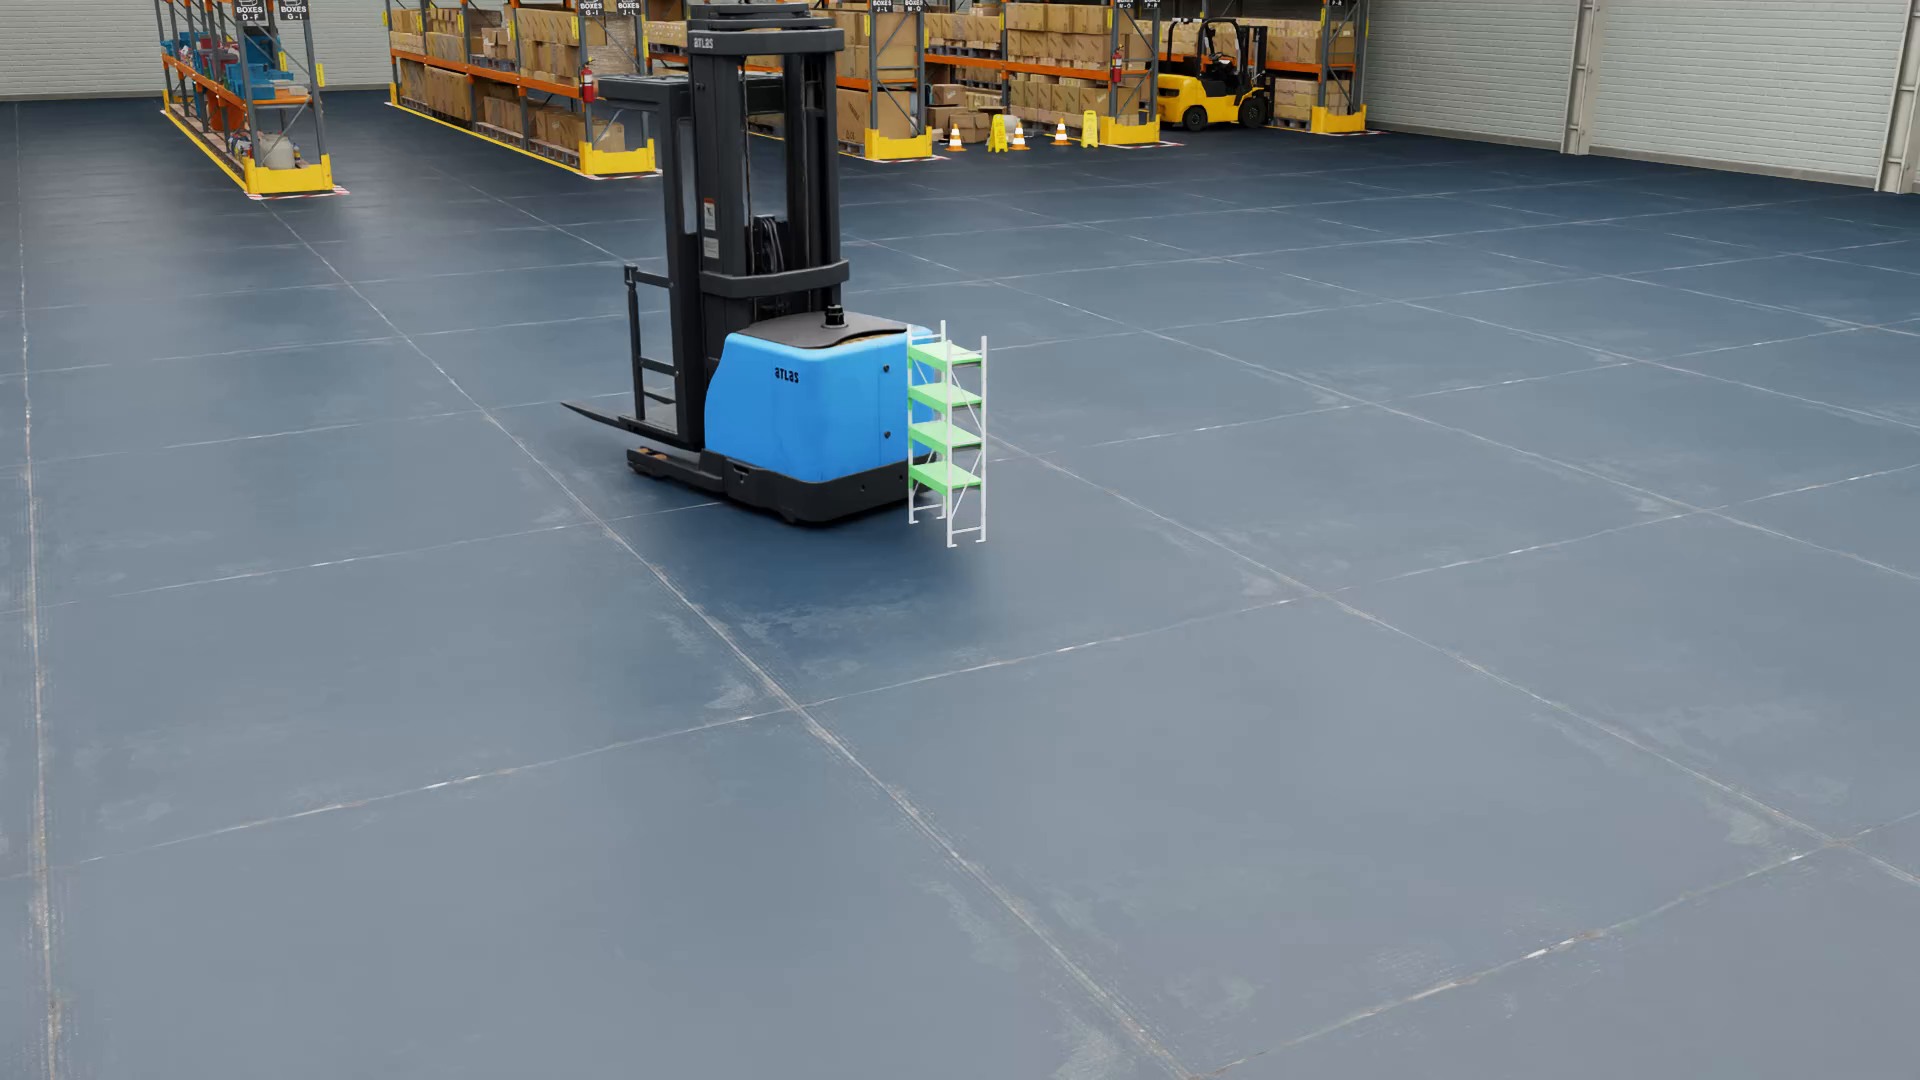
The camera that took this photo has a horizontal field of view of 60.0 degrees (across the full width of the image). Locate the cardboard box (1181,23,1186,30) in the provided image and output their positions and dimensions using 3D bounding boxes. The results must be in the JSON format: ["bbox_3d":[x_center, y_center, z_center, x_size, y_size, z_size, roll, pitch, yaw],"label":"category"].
[{"bbox_3d":[5.132,-11.375,36.850,0.380,0.149,0.250,-10,21,-27],"label":"cardboard box"}]

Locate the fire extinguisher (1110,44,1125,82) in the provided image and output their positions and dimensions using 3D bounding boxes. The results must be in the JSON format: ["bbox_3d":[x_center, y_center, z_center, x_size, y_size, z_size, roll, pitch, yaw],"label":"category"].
[{"bbox_3d":[2.880,-8.749,30.506,0.296,0.674,0.183,-10,21,-27],"label":"fire extinguisher"}]

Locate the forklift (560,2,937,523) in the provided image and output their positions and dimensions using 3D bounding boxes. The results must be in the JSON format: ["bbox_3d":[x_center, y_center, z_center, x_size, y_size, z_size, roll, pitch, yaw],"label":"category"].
[{"bbox_3d":[-1.535,-1.879,10.584,1.130,2.935,3.031,-18,26,-42],"label":"forklift"}]

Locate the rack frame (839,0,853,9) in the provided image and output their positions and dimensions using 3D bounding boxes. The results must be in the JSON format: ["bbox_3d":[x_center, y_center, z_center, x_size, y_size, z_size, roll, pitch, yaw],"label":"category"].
[{"bbox_3d":[-2.467,-12.334,40.778,1.000,3.000,0.127,-10,21,-27],"label":"rack frame"}]

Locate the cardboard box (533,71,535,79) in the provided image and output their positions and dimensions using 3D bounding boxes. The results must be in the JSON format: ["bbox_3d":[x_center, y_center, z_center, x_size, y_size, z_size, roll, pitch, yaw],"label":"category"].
[{"bbox_3d":[-7.175,-8.064,28.788,0.380,0.149,0.250,-10,21,-27],"label":"cardboard box"}]

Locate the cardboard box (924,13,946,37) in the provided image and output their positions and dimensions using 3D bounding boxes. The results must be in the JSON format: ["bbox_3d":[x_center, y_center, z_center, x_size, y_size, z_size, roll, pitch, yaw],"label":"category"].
[{"bbox_3d":[-0.558,-11.408,36.839,0.500,0.500,0.500,-11,22,-28],"label":"cardboard box"}]

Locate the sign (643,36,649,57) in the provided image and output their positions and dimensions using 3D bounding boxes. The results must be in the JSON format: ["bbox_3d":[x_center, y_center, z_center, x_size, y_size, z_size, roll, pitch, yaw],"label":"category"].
[{"bbox_3d":[-5.013,-7.848,26.449,0.100,0.325,0.005,-10,21,-27],"label":"sign"}]

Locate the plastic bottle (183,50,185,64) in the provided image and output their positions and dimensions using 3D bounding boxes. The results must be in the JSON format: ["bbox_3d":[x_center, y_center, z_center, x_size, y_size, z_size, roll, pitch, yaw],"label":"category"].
[{"bbox_3d":[-15.327,-9.551,32.890,0.061,0.283,0.133,-10,21,-27],"label":"plastic bottle"}]

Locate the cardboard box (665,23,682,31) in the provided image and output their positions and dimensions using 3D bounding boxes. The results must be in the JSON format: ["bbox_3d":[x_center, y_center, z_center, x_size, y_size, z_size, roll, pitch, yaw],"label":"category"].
[{"bbox_3d":[-6.247,-11.268,36.516,0.380,0.149,0.250,-9,21,-25],"label":"cardboard box"}]

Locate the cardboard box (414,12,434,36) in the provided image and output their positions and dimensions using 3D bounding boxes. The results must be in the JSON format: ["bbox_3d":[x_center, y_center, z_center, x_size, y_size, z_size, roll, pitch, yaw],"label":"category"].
[{"bbox_3d":[-11.642,-11.314,36.446,0.500,0.500,0.500,-9,21,-25],"label":"cardboard box"}]

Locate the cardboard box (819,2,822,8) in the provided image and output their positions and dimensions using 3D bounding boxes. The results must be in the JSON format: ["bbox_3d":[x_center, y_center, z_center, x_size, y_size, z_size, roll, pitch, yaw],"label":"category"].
[{"bbox_3d":[-3.168,-13.094,41.293,0.500,0.500,0.500,-10,22,-27],"label":"cardboard box"}]

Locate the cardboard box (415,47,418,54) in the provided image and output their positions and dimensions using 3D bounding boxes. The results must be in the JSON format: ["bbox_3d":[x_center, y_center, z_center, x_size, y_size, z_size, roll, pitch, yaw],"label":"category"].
[{"bbox_3d":[-11.866,-10.865,36.905,0.380,0.149,0.250,-10,22,-28],"label":"cardboard box"}]

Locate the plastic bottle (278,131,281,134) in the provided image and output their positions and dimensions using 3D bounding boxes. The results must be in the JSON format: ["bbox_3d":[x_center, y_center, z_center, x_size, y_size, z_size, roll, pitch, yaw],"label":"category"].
[{"bbox_3d":[-11.189,-6.551,27.405,0.144,0.351,0.185,-11,22,-28],"label":"plastic bottle"}]

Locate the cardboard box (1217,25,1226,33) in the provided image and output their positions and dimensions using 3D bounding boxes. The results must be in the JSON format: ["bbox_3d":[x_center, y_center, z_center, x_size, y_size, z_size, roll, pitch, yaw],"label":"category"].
[{"bbox_3d":[5.743,-10.955,35.634,0.380,0.149,0.250,-9,21,-25],"label":"cardboard box"}]

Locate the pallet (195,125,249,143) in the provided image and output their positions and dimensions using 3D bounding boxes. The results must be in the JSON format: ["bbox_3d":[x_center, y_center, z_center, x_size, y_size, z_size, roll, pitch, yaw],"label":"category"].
[{"bbox_3d":[-14.059,-7.786,31.871,1.003,0.211,1.213,-10,21,-27],"label":"pallet"}]

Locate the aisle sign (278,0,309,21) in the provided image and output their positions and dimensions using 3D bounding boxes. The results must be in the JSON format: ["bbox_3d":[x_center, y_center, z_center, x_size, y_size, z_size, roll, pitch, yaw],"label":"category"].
[{"bbox_3d":[-9.557,-7.841,23.771,0.394,0.787,0.004,-10,21,-27],"label":"aisle sign"}]

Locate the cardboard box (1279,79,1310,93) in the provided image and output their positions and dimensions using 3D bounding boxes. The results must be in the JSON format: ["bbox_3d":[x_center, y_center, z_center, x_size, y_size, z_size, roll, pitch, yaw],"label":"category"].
[{"bbox_3d":[6.857,-9.261,33.909,0.500,0.250,0.500,-10,21,-26],"label":"cardboard box"}]

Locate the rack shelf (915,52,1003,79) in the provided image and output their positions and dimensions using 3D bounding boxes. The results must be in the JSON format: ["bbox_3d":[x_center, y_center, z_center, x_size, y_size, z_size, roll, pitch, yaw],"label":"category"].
[{"bbox_3d":[0.382,-10.272,35.904,1.077,0.370,4.000,-10,21,-27],"label":"rack shelf"}]

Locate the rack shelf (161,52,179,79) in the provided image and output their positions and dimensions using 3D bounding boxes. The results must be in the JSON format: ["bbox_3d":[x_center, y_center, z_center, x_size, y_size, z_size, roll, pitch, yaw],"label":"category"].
[{"bbox_3d":[-16.497,-10.266,35.888,1.077,0.370,4.000,-10,21,-27],"label":"rack shelf"}]

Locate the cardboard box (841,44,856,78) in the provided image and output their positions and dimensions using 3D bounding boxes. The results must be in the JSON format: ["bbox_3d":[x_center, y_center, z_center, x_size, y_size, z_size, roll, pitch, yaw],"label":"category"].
[{"bbox_3d":[-1.573,-8.419,29.201,0.875,0.550,0.550,-10,21,-27],"label":"cardboard box"}]

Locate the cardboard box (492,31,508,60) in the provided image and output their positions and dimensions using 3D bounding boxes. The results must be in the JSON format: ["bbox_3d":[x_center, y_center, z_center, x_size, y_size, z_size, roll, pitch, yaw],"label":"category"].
[{"bbox_3d":[-8.294,-9.234,30.990,0.797,0.503,0.637,-8,20,-21],"label":"cardboard box"}]

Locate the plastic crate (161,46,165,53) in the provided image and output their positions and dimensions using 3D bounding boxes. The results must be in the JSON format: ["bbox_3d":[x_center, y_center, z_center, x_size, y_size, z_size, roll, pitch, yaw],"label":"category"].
[{"bbox_3d":[-17.540,-10.857,36.810,0.250,0.136,0.298,-10,21,-27],"label":"plastic crate"}]

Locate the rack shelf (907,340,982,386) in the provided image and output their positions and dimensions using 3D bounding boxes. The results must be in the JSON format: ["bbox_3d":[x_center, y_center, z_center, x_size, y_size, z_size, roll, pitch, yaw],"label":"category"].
[{"bbox_3d":[-0.079,-1.008,9.438,0.258,0.148,0.480,-10,21,-27],"label":"rack shelf"}]

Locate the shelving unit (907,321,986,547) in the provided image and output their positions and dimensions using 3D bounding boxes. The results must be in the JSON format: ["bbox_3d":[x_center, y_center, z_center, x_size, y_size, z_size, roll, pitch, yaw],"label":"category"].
[{"bbox_3d":[-0.079,-0.615,9.573,0.258,1.200,0.503,-10,21,-27],"label":"shelving unit"}]

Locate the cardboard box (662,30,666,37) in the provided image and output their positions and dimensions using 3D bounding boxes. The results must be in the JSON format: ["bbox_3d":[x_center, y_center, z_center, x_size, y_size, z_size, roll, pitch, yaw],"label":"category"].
[{"bbox_3d":[-6.366,-11.199,36.773,0.380,0.149,0.250,-10,22,-28],"label":"cardboard box"}]

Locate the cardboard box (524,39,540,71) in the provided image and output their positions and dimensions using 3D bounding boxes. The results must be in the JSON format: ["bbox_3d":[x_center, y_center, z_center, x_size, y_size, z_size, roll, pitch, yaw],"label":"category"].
[{"bbox_3d":[-7.024,-8.403,28.776,0.875,0.500,0.500,-10,21,-27],"label":"cardboard box"}]

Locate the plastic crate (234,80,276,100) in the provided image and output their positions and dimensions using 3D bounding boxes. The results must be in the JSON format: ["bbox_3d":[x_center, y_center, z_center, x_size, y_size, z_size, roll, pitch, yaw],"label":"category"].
[{"bbox_3d":[-10.350,-6.615,24.430,0.499,0.251,0.616,-10,21,-27],"label":"plastic crate"}]

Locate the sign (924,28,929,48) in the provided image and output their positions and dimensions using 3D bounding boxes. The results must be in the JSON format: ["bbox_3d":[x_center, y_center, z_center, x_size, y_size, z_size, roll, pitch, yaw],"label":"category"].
[{"bbox_3d":[-0.586,-8.625,28.579,0.100,0.325,0.005,-10,21,-27],"label":"sign"}]

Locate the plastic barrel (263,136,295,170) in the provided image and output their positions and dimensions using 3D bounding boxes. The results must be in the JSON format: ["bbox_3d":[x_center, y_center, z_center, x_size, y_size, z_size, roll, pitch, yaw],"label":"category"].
[{"bbox_3d":[-10.229,-5.787,24.974,0.421,0.512,0.421,0,19,0],"label":"plastic barrel"}]

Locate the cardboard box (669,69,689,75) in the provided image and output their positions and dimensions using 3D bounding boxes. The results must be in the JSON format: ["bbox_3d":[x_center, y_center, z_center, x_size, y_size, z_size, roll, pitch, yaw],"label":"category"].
[{"bbox_3d":[-6.164,-10.357,37.088,0.500,0.250,0.500,-9,21,-25],"label":"cardboard box"}]

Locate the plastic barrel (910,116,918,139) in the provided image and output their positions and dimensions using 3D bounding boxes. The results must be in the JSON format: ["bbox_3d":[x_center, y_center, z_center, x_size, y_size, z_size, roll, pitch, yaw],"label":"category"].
[{"bbox_3d":[-1.088,-7.936,31.982,0.512,0.421,0.421,4,19,11],"label":"plastic barrel"}]

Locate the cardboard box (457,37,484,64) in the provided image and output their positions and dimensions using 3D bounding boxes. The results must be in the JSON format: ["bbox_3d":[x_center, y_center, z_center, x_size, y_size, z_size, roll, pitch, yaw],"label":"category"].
[{"bbox_3d":[-9.741,-9.802,33.285,0.500,0.500,0.500,-9,21,-25],"label":"cardboard box"}]

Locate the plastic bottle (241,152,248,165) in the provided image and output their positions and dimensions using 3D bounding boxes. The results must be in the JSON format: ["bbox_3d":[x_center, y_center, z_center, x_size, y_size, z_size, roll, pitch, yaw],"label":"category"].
[{"bbox_3d":[-11.107,-5.932,25.839,0.097,0.201,0.097,0,19,0],"label":"plastic bottle"}]

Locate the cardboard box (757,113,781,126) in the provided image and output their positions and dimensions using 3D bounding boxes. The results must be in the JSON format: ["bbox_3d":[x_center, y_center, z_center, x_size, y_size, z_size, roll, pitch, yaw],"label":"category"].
[{"bbox_3d":[-3.350,-8.542,32.591,1.050,0.750,0.750,-10,21,-27],"label":"cardboard box"}]

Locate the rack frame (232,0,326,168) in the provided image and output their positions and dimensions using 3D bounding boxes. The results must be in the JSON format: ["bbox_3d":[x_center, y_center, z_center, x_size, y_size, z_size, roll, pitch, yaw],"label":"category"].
[{"bbox_3d":[-9.849,-6.587,24.123,1.000,3.000,0.127,-10,21,-27],"label":"rack frame"}]

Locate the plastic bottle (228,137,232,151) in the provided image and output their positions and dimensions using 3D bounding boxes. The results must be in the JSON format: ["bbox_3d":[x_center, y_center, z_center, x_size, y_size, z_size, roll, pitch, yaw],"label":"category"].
[{"bbox_3d":[-11.983,-6.495,27.363,0.097,0.271,0.097,0,19,0],"label":"plastic bottle"}]

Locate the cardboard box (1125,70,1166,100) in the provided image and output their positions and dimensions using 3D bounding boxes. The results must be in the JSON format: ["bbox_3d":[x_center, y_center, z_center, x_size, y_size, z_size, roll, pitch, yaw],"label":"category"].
[{"bbox_3d":[4.400,-10.665,38.936,0.875,0.625,0.625,-9,21,-25],"label":"cardboard box"}]

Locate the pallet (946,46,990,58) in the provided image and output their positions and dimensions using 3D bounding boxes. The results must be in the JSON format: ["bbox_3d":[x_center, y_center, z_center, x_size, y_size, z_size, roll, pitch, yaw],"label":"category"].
[{"bbox_3d":[0.408,-10.534,35.853,1.003,0.211,1.213,-10,21,-27],"label":"pallet"}]

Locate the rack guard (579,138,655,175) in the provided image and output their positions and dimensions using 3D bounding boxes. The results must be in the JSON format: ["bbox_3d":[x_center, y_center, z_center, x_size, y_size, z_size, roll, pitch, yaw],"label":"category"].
[{"bbox_3d":[-5.526,-6.195,26.818,1.175,0.500,0.348,-10,21,-27],"label":"rack guard"}]

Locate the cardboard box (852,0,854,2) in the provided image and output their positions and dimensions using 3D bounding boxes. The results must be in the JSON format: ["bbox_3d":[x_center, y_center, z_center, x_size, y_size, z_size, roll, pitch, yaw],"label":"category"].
[{"bbox_3d":[-2.524,-13.363,41.078,0.380,0.149,0.250,-10,21,-26],"label":"cardboard box"}]

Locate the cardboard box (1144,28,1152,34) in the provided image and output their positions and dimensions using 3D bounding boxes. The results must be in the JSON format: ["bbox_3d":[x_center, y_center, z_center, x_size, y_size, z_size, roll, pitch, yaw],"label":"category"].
[{"bbox_3d":[4.529,-11.517,37.872,0.500,0.250,0.500,-10,21,-26],"label":"cardboard box"}]

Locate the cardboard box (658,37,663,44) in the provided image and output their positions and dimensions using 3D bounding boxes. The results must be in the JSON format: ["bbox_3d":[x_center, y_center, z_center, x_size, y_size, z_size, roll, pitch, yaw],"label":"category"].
[{"bbox_3d":[-6.502,-11.138,37.052,0.380,0.149,0.250,-11,22,-29],"label":"cardboard box"}]

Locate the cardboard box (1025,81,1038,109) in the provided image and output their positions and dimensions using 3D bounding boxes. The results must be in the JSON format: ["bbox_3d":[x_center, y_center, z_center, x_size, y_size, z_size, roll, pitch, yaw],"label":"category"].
[{"bbox_3d":[1.639,-8.928,33.329,0.500,0.500,0.500,-9,21,-24],"label":"cardboard box"}]

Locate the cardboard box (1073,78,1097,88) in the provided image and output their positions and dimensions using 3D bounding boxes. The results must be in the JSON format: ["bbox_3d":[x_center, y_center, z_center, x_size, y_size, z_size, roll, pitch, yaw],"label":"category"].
[{"bbox_3d":[2.388,-8.734,31.772,0.380,0.149,0.250,-9,21,-25],"label":"cardboard box"}]

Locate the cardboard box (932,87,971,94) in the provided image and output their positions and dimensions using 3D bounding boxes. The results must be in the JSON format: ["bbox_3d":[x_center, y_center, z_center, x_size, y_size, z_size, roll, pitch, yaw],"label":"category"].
[{"bbox_3d":[-0.308,-9.979,37.336,0.950,0.372,0.625,-12,22,-30],"label":"cardboard box"}]

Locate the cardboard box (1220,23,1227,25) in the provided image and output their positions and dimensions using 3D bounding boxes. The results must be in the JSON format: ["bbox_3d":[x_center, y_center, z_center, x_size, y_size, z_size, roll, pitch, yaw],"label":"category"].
[{"bbox_3d":[5.808,-11.107,35.616,0.380,0.149,0.250,-10,21,-26],"label":"cardboard box"}]

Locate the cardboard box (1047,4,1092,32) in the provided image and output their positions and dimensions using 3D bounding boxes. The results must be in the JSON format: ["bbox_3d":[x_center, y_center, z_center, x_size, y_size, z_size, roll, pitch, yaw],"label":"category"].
[{"bbox_3d":[2.115,-10.105,32.174,0.700,0.500,0.500,-10,21,-27],"label":"cardboard box"}]

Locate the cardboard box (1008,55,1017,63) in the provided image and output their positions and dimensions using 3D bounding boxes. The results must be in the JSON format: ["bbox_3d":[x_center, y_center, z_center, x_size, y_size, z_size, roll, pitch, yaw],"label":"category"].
[{"bbox_3d":[1.199,-9.779,33.758,0.380,0.149,0.250,-10,21,-27],"label":"cardboard box"}]

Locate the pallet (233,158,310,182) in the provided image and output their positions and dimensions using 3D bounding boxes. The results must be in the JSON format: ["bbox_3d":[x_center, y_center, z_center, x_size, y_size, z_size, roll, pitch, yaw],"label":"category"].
[{"bbox_3d":[-10.883,-5.868,26.312,1.003,0.211,1.213,-10,21,-27],"label":"pallet"}]

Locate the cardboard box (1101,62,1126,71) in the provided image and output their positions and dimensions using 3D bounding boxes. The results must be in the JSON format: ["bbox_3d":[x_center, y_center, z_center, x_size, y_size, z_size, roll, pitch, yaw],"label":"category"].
[{"bbox_3d":[2.865,-8.845,31.051,0.380,0.149,0.250,-9,21,-25],"label":"cardboard box"}]
